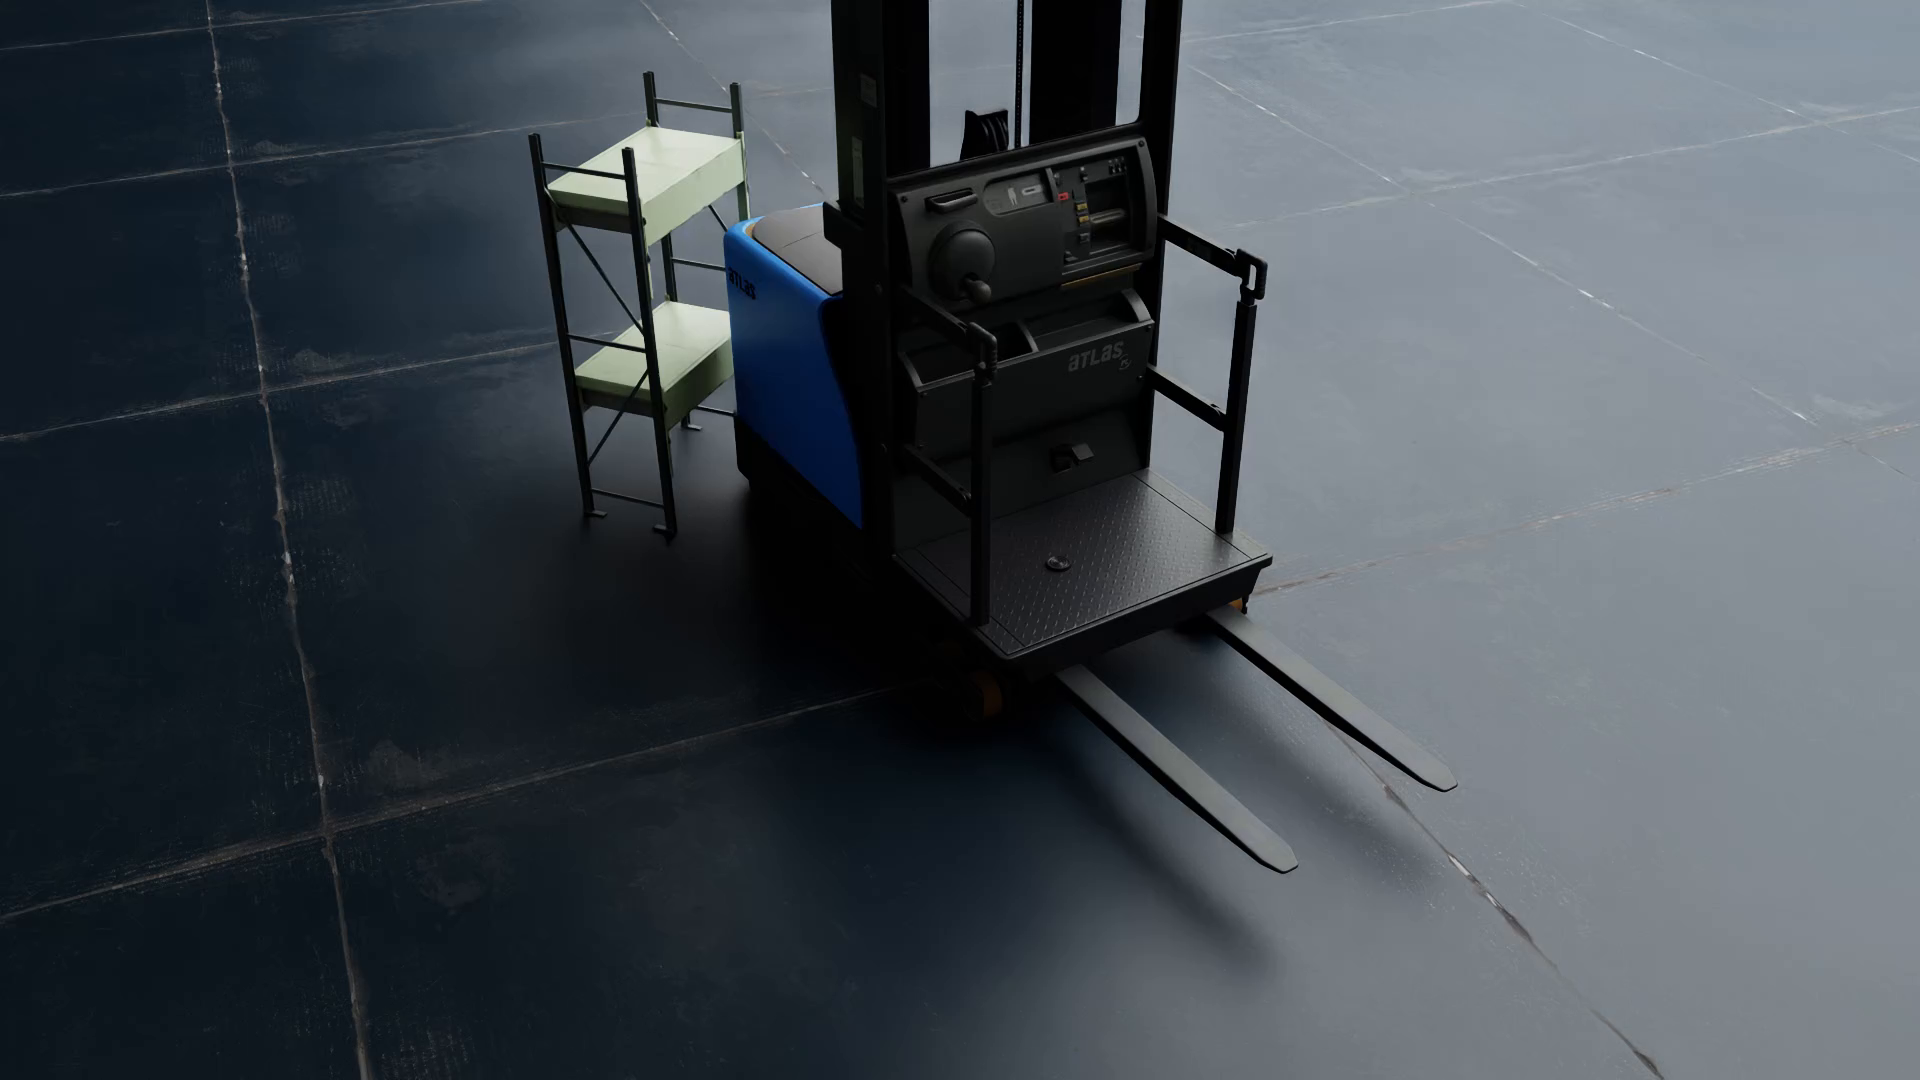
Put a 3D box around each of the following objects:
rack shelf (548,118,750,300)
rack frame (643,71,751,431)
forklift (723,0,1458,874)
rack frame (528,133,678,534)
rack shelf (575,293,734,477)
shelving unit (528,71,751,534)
[{"bbox_3d":[-1.125,-1.211,6.019,0.431,0.370,0.720,12,35,19],"label":"rack shelf"},{"bbox_3d":[-0.984,-1.069,6.515,0.400,1.500,0.023,12,35,19],"label":"rack frame"},{"bbox_3d":[0.336,-0.940,5.008,1.130,2.935,3.031,-19,38,-27],"label":"forklift"},{"bbox_3d":[-1.262,-0.699,5.948,0.400,1.500,0.023,12,35,19],"label":"rack frame"},{"bbox_3d":[-1.122,-0.610,6.409,0.431,0.370,0.720,12,35,19],"label":"rack shelf"},{"bbox_3d":[-1.123,-0.884,6.232,0.431,1.500,0.755,12,35,19],"label":"shelving unit"}]
